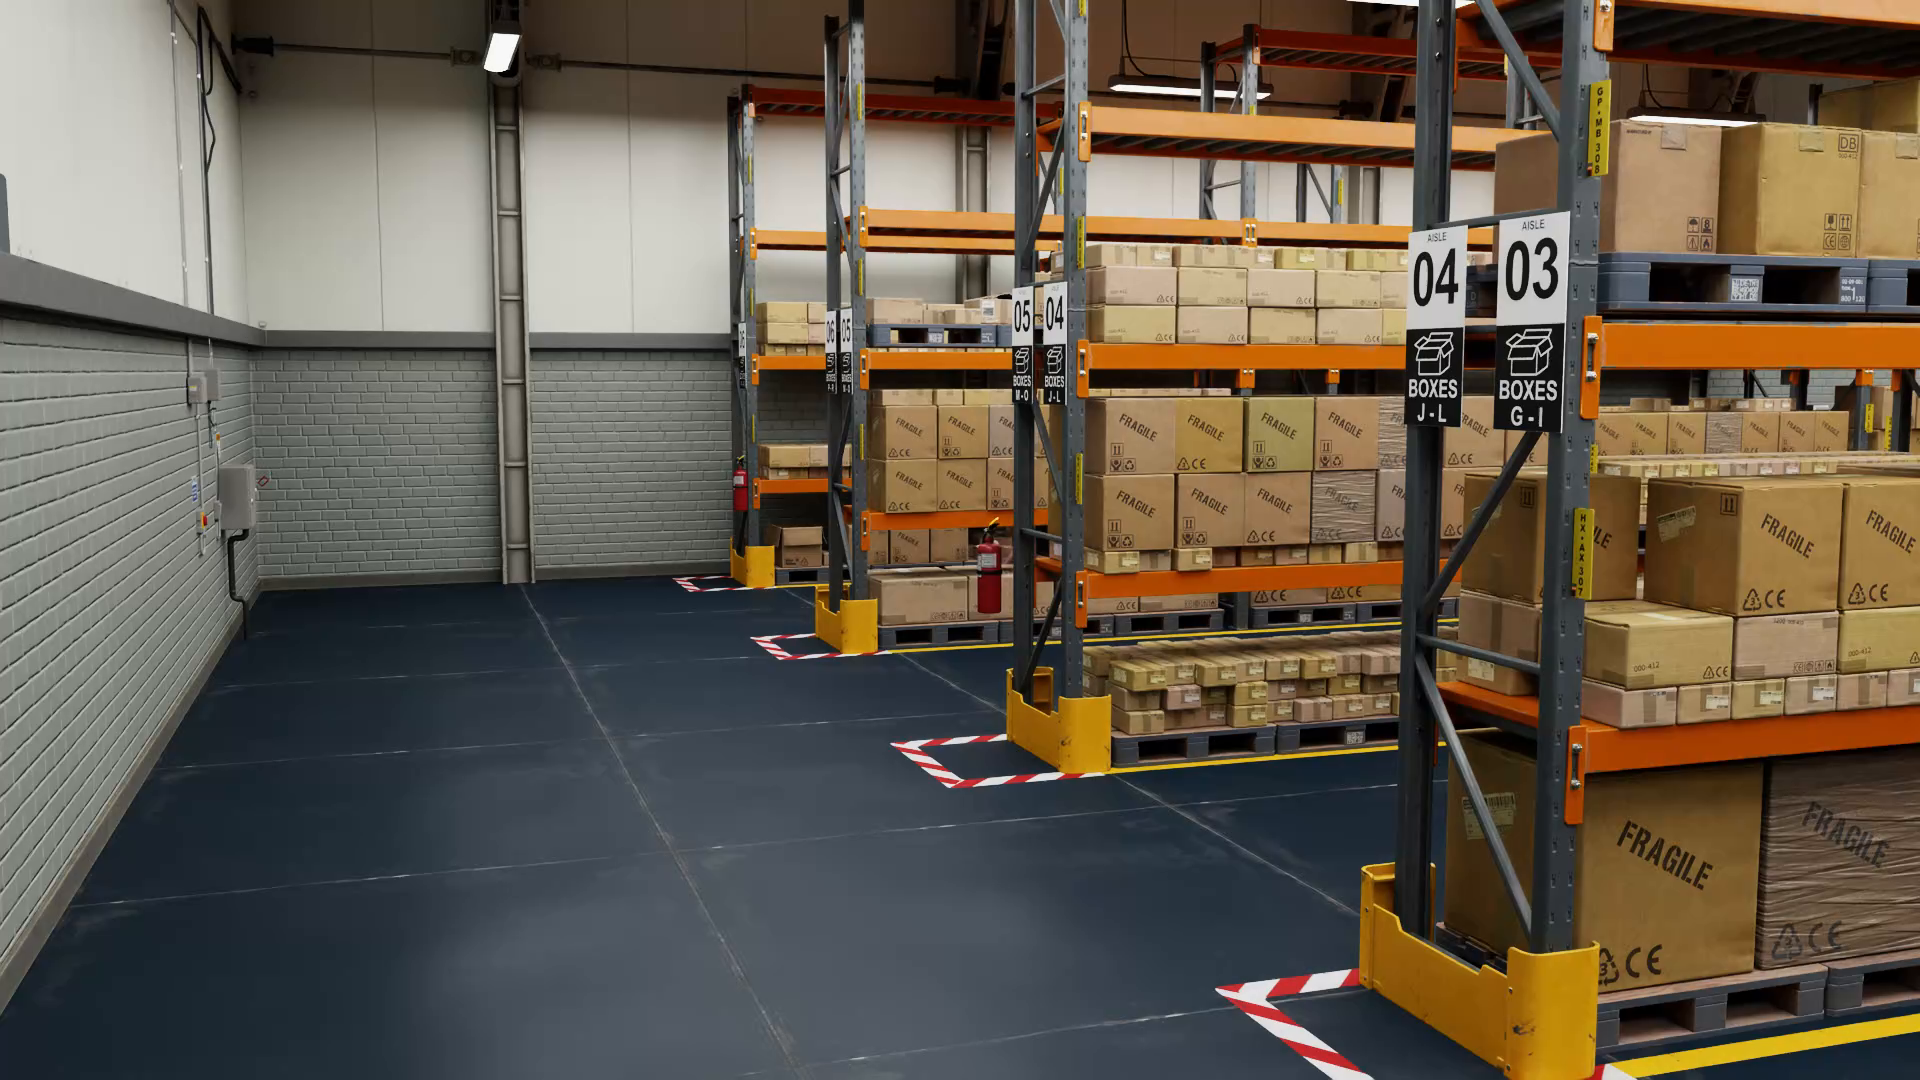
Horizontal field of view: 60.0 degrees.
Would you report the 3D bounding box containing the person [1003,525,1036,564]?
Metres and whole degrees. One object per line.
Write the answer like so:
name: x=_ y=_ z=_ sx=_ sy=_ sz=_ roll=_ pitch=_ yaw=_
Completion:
person: x=0.744 y=-0.076 z=19.469 sx=0.610 sy=1.413 sz=0.478 roll=-4 pitch=7 yaw=-34
